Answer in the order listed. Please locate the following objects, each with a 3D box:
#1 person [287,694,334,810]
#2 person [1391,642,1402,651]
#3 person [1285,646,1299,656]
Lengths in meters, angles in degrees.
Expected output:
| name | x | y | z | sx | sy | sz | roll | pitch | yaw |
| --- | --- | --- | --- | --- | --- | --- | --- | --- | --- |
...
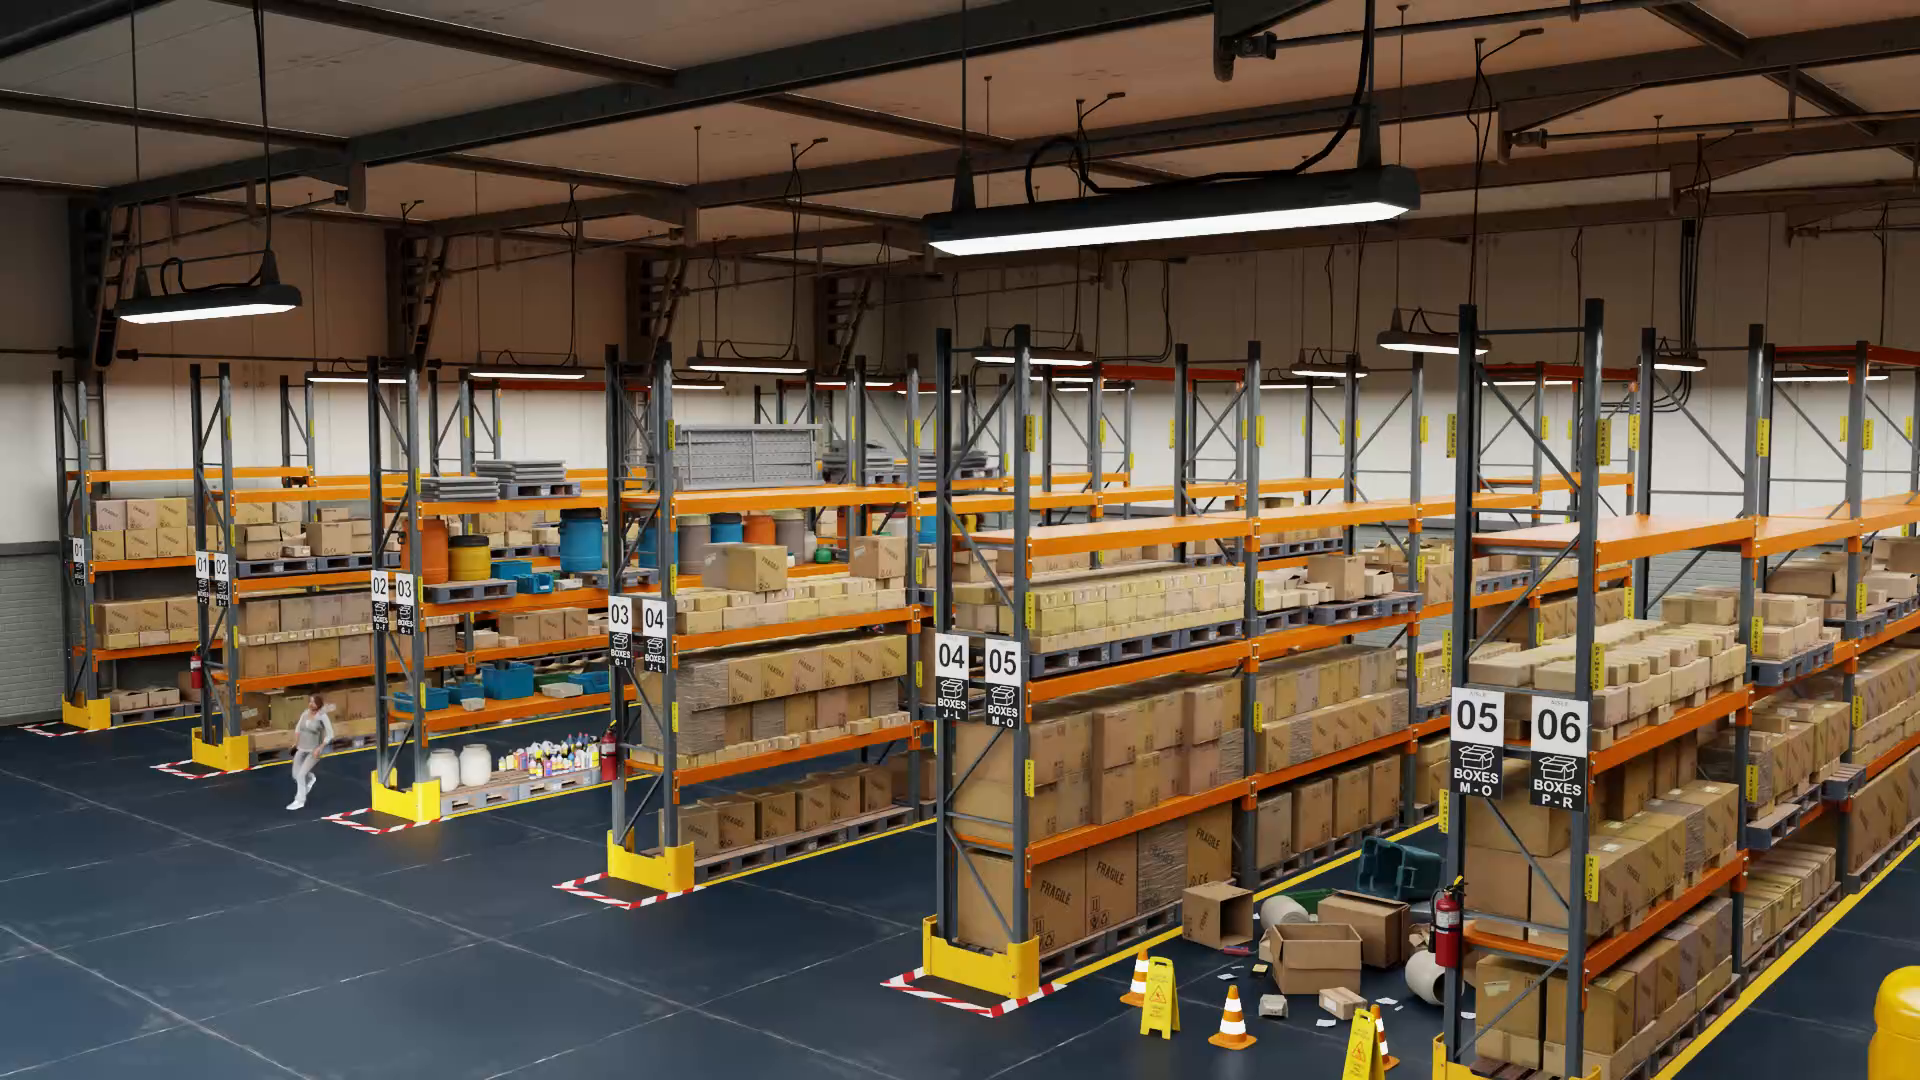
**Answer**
| name | x | y | z | sx | sy | sz | roll | pitch | yaw |
| --- | --- | --- | --- | --- | --- | --- | --- | --- | --- |
| person | -8.622 | 2.805 | 22.157 | 0.575 | 1.525 | 0.528 | 1 | 4 | 12 |
| person | 6.659 | 2.467 | 25.351 | 0.665 | 1.856 | 0.844 | 3 | 5 | 40 |
| person | 5.117 | 2.425 | 25.830 | 0.683 | 1.713 | 0.642 | 2 | 5 | 27 |
